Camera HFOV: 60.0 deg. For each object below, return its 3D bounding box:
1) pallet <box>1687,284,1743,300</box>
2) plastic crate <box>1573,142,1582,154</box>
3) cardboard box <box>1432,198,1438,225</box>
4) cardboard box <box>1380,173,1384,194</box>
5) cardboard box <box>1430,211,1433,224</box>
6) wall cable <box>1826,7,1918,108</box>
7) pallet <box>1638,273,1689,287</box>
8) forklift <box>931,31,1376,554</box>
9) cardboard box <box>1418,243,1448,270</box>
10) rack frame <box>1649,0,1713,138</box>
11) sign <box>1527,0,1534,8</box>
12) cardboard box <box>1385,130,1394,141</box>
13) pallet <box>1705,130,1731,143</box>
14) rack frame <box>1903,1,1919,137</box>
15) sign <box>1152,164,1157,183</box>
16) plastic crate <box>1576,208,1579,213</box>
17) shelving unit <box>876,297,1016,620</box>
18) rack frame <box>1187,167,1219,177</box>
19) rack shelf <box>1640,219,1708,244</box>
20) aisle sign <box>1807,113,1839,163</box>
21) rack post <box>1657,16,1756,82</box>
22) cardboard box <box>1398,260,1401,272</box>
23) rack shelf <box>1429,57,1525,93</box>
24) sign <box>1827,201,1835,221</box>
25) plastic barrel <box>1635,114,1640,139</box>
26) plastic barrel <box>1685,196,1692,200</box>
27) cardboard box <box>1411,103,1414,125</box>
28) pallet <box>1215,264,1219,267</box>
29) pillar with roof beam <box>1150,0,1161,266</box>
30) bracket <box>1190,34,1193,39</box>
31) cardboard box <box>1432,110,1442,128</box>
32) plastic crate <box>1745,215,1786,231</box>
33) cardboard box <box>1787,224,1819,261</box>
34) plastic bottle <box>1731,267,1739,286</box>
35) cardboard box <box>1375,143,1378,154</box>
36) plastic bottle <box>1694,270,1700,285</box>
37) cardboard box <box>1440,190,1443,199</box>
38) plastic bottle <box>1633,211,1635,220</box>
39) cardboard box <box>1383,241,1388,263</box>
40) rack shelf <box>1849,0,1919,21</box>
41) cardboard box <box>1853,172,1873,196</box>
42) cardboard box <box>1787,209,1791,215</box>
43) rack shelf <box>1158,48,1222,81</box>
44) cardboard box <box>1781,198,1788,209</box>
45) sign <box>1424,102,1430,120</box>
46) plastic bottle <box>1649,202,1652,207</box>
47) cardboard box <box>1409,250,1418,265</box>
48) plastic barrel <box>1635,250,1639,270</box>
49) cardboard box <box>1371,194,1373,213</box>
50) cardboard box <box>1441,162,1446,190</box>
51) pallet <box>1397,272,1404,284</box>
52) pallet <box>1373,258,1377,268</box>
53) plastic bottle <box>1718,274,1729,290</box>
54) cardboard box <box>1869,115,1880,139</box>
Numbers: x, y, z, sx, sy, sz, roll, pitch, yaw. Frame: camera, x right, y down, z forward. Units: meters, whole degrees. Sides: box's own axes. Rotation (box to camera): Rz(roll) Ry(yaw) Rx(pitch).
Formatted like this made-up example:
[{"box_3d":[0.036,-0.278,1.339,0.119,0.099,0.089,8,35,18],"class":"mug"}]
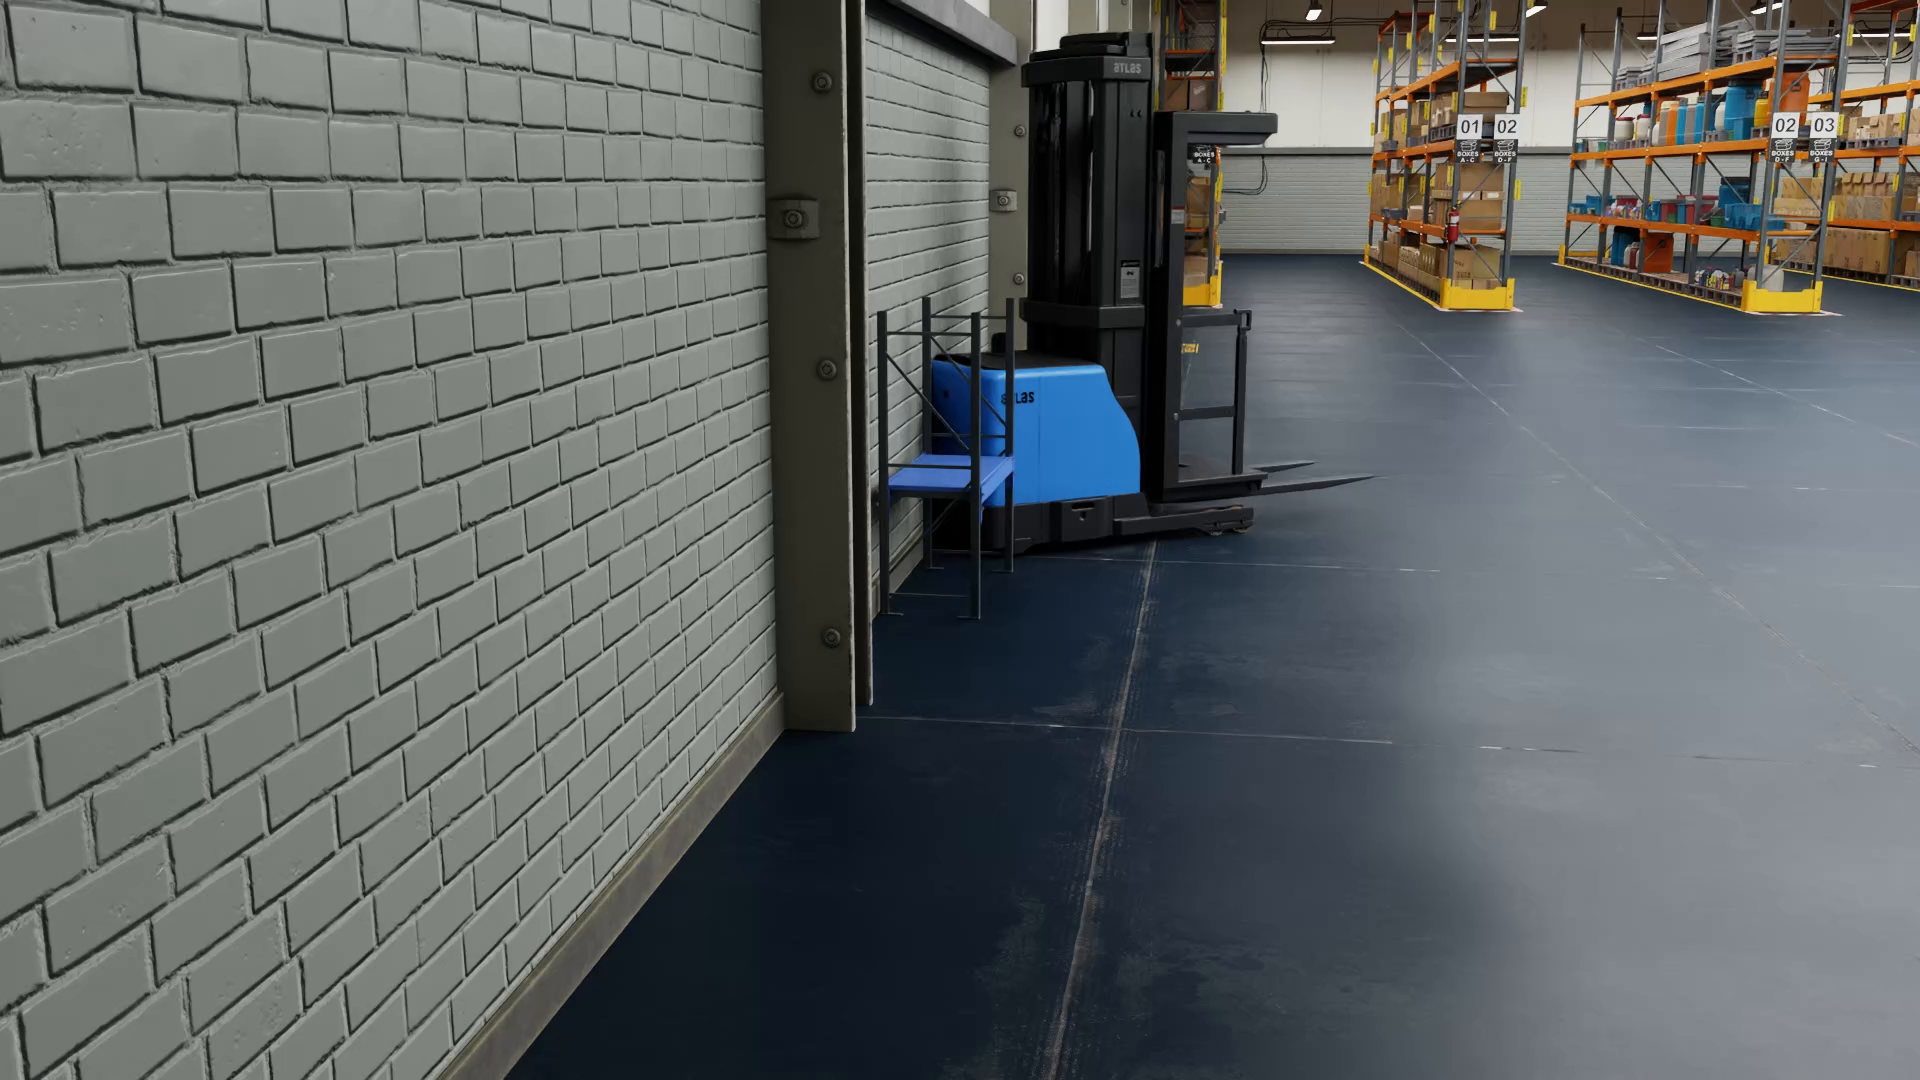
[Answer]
[{"box_3d":[14.156,-4.593,30.806,1.003,0.211,1.213,2,12,9],"class":"pallet"},{"box_3d":[15.811,-9.924,42.113,0.497,0.269,0.590,2,12,9],"class":"plastic crate"},{"box_3d":[9.344,-6.212,31.463,0.700,0.500,0.500,2,12,7],"class":"cardboard box"},{"box_3d":[10.535,-8.679,40.537,0.500,0.500,0.500,2,12,8],"class":"cardboard box"},{"box_3d":[9.439,-6.287,32.401,0.500,0.250,0.500,3,12,12],"class":"cardboard box"},{"box_3d":[25.315,-14.003,45.973,2.277,5.999,0.120,2,12,9],"class":"wall cable"},{"box_3d":[14.758,-5.404,34.569,1.003,0.211,1.213,2,12,9],"class":"pallet"},{"box_3d":[1.228,-1.549,10.225,3.031,2.935,1.130,-6,14,-27],"class":"forklift"},{"box_3d":[9.026,-5.397,31.668,0.500,0.500,0.500,2,12,9],"class":"cardboard box"},{"box_3d":[14.915,-9.860,34.386,1.000,3.000,0.127,2,12,9],"class":"rack frame"},{"box_3d":[9.339,-8.871,27.202,0.100,0.325,0.005,2,12,9],"class":"sign"},{"box_3d":[10.443,-9.669,39.788,0.500,0.250,0.500,2,12,9],"class":"cardboard box"},{"box_3d":[14.286,-7.315,30.147,1.213,0.211,1.003,2,12,9],"class":"pallet"},{"box_3d":[19.809,-9.700,33.641,1.000,3.000,0.127,2,12,9],"class":"rack frame"},{"box_3d":[3.350,-6.326,28.728,0.100,0.325,0.005,2,12,9],"class":"sign"},{"box_3d":[15.547,-8.247,41.625,0.250,0.136,0.298,2,12,9],"class":"plastic crate"},{"box_3d":[-0.052,-0.458,8.560,0.538,1.500,1.048,2,12,11],"class":"shelving unit"},{"box_3d":[5.741,-8.081,40.371,1.000,3.000,0.127,2,12,9],"class":"rack frame"},{"box_3d":[14.608,-6.159,33.162,1.077,0.370,4.000,2,12,9],"class":"rack shelf"},{"box_3d":[13.963,-6.509,26.903,0.394,0.787,0.004,2,12,9],"class":"aisle sign"},{"box_3d":[14.518,-9.538,32.416,1.013,1.000,3.121,2,12,9],"class":"rack post"},{"box_3d":[9.651,-5.850,35.550,0.500,0.250,0.500,2,12,8],"class":"cardboard box"},{"box_3d":[9.099,-8.225,29.457,1.077,0.370,4.000,2,12,9],"class":"rack shelf"},{"box_3d":[14.228,-5.379,27.175,0.100,0.325,0.005,2,12,9],"class":"sign"},{"box_3d":[15.591,-9.327,37.590,0.600,0.588,0.600,0,12,0],"class":"plastic barrel"},{"box_3d":[14.968,-6.761,33.981,0.421,0.512,0.421,0,12,0],"class":"plastic barrel"},{"box_3d":[10.252,-9.396,36.740,0.500,0.500,0.500,2,12,9],"class":"cardboard box"},{"box_3d":[5.512,-6.300,38.727,1.003,0.211,1.213,2,12,9],"class":"pallet"},{"box_3d":[8.325,-9.799,34.103,9.100,9.000,0.400,2,12,9],"class":"pillar with roof beam"},{"box_3d":[6.696,-14.764,48.598,0.235,0.232,0.430,2,12,9],"class":"bracket"},{"box_3d":[8.985,-7.744,30.569,0.500,0.311,0.500,1,12,6],"class":"cardboard box"},{"box_3d":[13.466,-5.303,27.835,0.499,0.251,0.616,2,12,9],"class":"plastic crate"},{"box_3d":[20.880,-7.274,40.671,0.875,0.875,0.875,2,12,9],"class":"cardboard box"},{"box_3d":[14.343,-4.876,30.743,0.144,0.351,0.185,2,12,9],"class":"plastic bottle"},{"box_3d":[10.832,-9.945,42.255,0.500,0.250,0.500,2,12,9],"class":"cardboard box"},{"box_3d":[13.818,-4.924,31.154,0.097,0.271,0.097,0,12,0],"class":"plastic bottle"},{"box_3d":[8.979,-6.304,30.348,0.380,0.149,0.250,2,12,7],"class":"cardboard box"},{"box_3d":[14.672,-7.061,36.108,0.097,0.201,0.097,0,12,0],"class":"plastic bottle"},{"box_3d":[10.321,-6.822,39.416,0.500,0.500,0.500,1,12,6],"class":"cardboard box"},{"box_3d":[20.117,-11.389,35.299,1.077,0.370,4.000,2,12,9],"class":"rack shelf"},{"box_3d":[20.217,-7.863,36.742,0.797,0.503,0.637,2,12,9],"class":"cardboard box"},{"box_3d":[20.503,-8.032,40.741,0.380,0.149,0.250,2,12,8],"class":"cardboard box"},{"box_3d":[4.203,-8.579,30.156,1.077,0.370,4.000,2,12,9],"class":"rack shelf"},{"box_3d":[20.626,-8.305,41.059,0.500,0.250,0.500,2,12,8],"class":"cardboard box"},{"box_3d":[8.869,-8.145,31.571,0.100,0.325,0.005,2,12,9],"class":"sign"},{"box_3d":[15.684,-7.496,37.771,0.144,0.351,0.185,2,12,9],"class":"plastic bottle"},{"box_3d":[9.338,-5.697,33.509,0.500,0.311,0.500,2,12,8],"class":"cardboard box"},{"box_3d":[14.972,-6.139,36.270,0.421,0.512,0.421,0,12,0],"class":"plastic barrel"},{"box_3d":[10.923,-8.719,43.094,0.500,0.500,0.500,2,12,10],"class":"cardboard box"},{"box_3d":[9.190,-6.637,30.354,0.700,0.500,0.500,2,12,9],"class":"cardboard box"},{"box_3d":[9.856,-5.556,35.271,1.003,0.211,1.213,2,12,9],"class":"pallet"},{"box_3d":[10.928,-6.956,41.769,1.003,0.211,1.213,2,12,9],"class":"pallet"},{"box_3d":[13.600,-4.594,29.610,0.152,0.276,0.135,2,12,9],"class":"plastic bottle"},{"box_3d":[20.102,-8.915,35.879,0.797,0.503,0.637,2,12,8],"class":"cardboard box"}]
